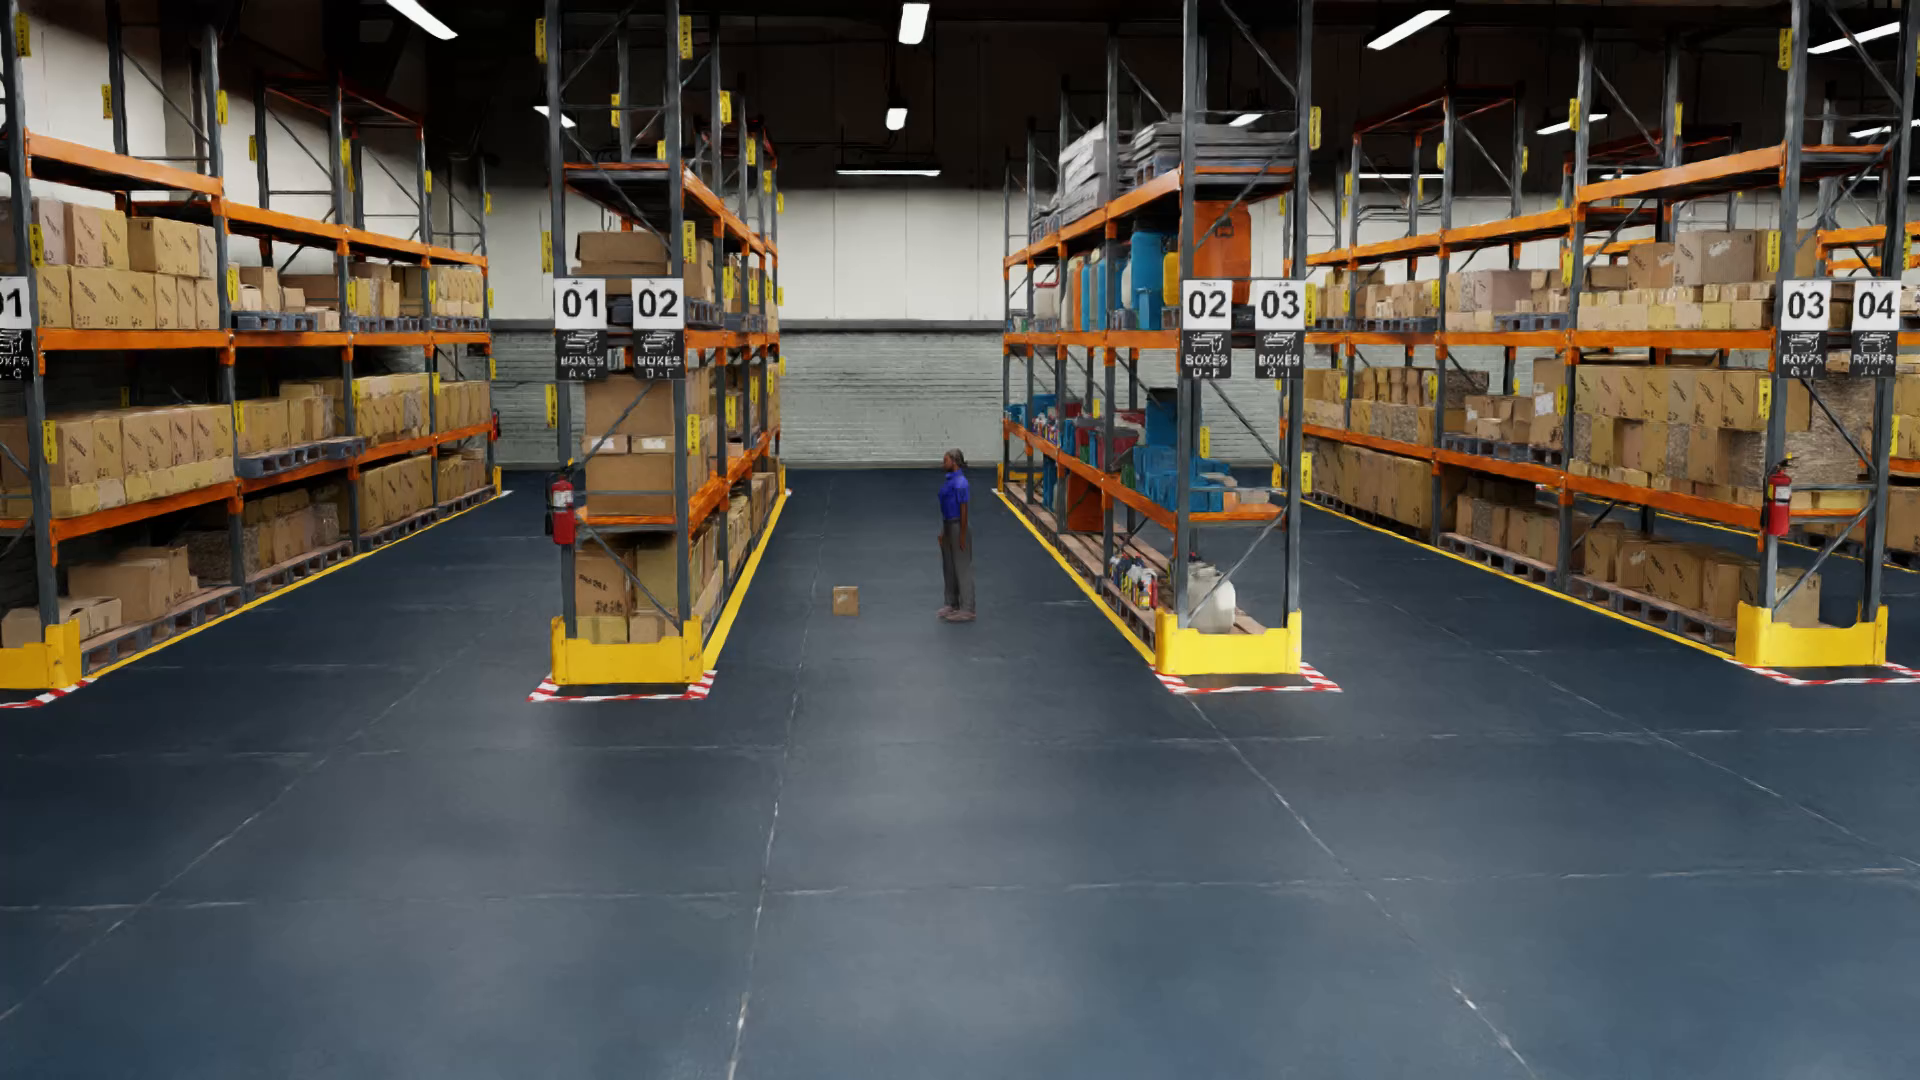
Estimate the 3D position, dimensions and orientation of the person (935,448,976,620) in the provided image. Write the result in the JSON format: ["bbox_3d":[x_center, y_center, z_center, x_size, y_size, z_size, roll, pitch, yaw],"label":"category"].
[{"bbox_3d":[-0.052,-0.069,16.230,0.359,1.657,0.469,-2,7,-15],"label":"person"}]
